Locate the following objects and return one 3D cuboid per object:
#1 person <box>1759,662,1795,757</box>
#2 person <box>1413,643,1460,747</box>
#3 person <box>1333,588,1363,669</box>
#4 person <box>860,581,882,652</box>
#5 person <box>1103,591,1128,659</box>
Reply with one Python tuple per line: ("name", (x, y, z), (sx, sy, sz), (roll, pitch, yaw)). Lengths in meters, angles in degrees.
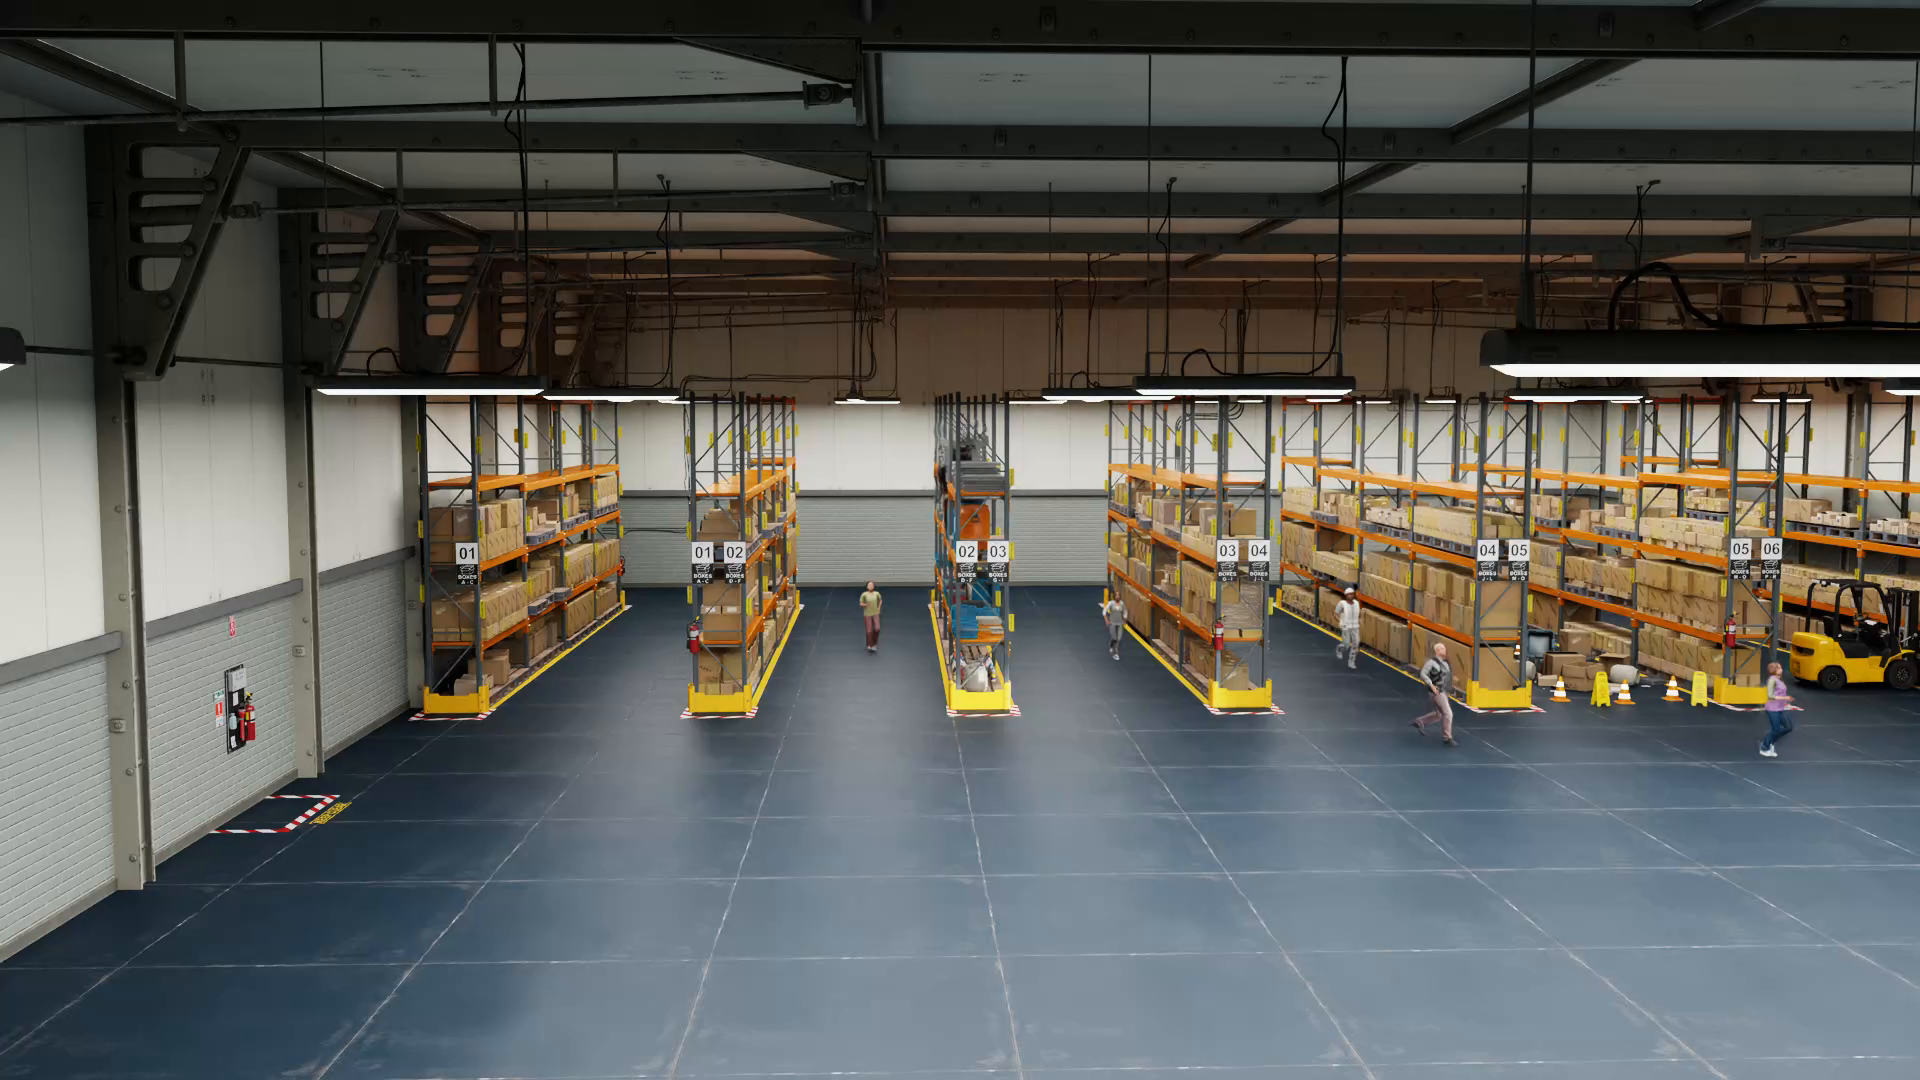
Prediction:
("person", (13.324, 2.763, 27.061), (0.522, 1.559, 0.555), (-4, 6, -44))
("person", (8.130, 2.607, 28.270), (0.839, 1.731, 0.652), (4, 6, 40))
("person", (8.550, 1.928, 36.565), (0.682, 1.753, 0.769), (-1, 5, -13))
("person", (-2.063, 1.787, 38.822), (0.561, 1.678, 0.620), (-1, 5, -12))
("person", (3.538, 1.927, 37.758), (0.559, 1.564, 0.489), (0, 5, -6))
